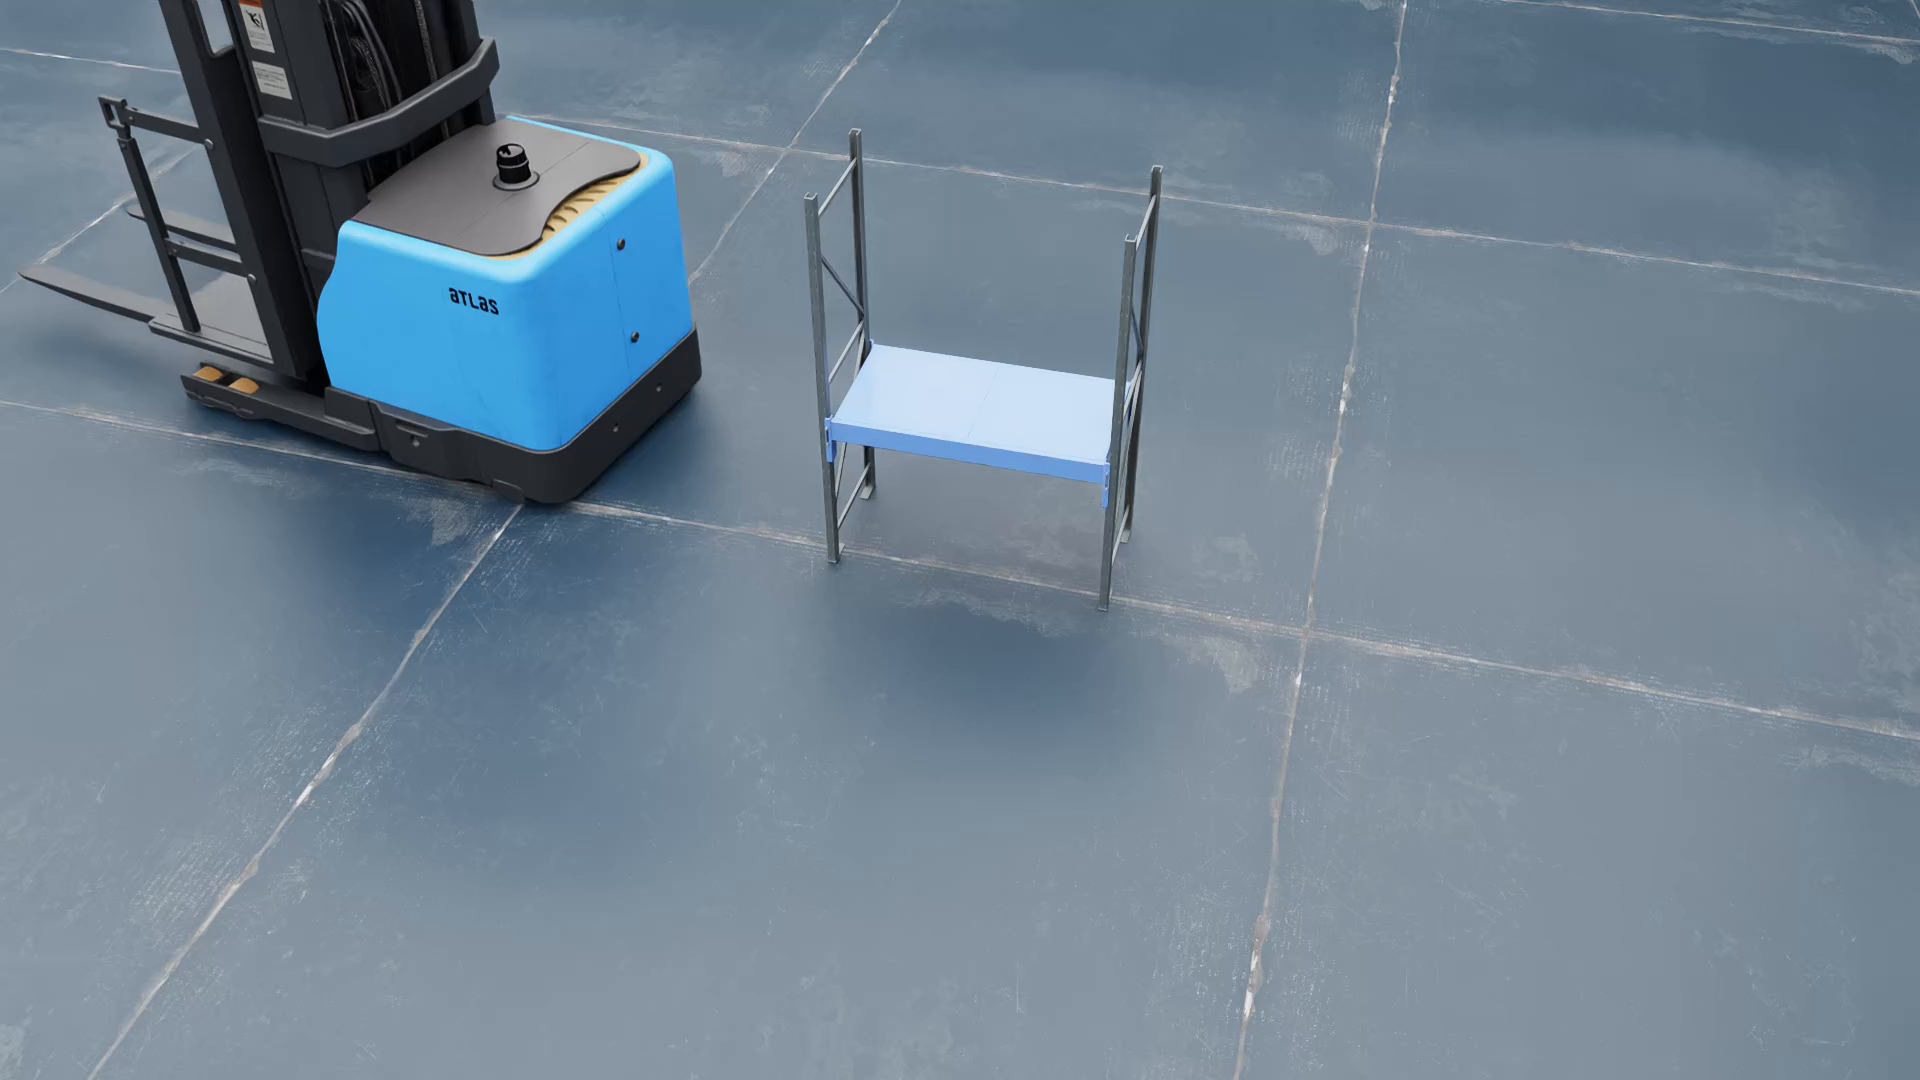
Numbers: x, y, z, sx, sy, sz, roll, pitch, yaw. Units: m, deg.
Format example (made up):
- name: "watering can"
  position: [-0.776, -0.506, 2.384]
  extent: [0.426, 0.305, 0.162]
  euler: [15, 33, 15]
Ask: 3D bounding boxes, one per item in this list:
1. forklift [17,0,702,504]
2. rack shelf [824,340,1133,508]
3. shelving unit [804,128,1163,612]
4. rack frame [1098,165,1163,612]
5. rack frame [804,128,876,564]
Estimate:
- name: "forklift"
  position: [-2.637, -1.907, 6.241]
  extent: [3.031, 2.935, 1.130]
  euler: [17, 43, 19]
- name: "rack shelf"
  position: [0.082, -0.422, 5.866]
  extent: [1.000, 0.185, 0.538]
  euler: [10, 41, 11]
- name: "shelving unit"
  position: [0.082, -0.560, 5.751]
  extent: [1.048, 1.500, 0.538]
  euler: [10, 41, 11]
- name: "rack frame"
  position: [0.573, -0.476, 5.650]
  extent: [0.032, 1.500, 0.500]
  euler: [10, 41, 11]
- name: "rack frame"
  position: [-0.409, -0.645, 5.851]
  extent: [0.032, 1.500, 0.500]
  euler: [10, 41, 11]
